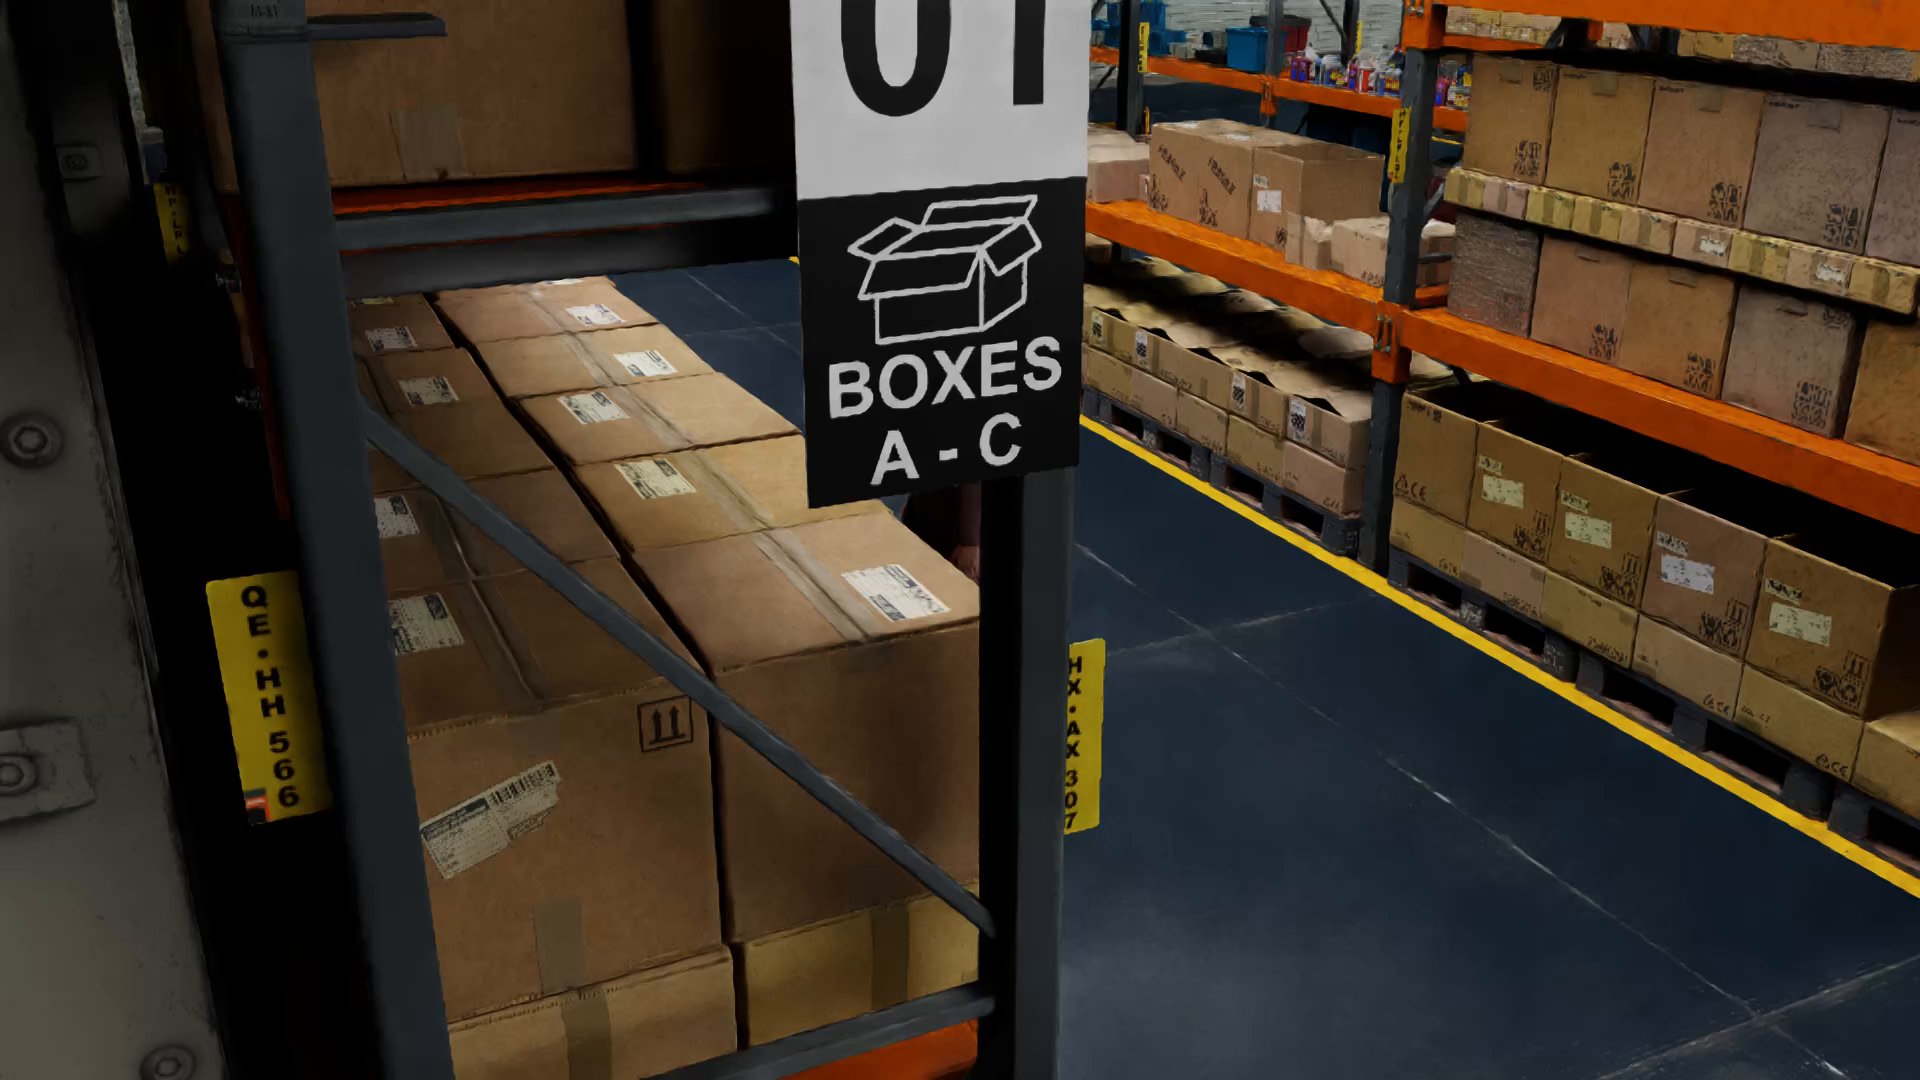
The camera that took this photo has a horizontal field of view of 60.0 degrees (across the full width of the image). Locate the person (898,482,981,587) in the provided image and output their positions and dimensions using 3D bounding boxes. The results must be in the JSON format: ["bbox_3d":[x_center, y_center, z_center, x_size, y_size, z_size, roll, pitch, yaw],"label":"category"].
[{"bbox_3d":[-0.068,-0.074,6.233,0.566,1.788,0.658,-6,23,-14],"label":"person"}]
